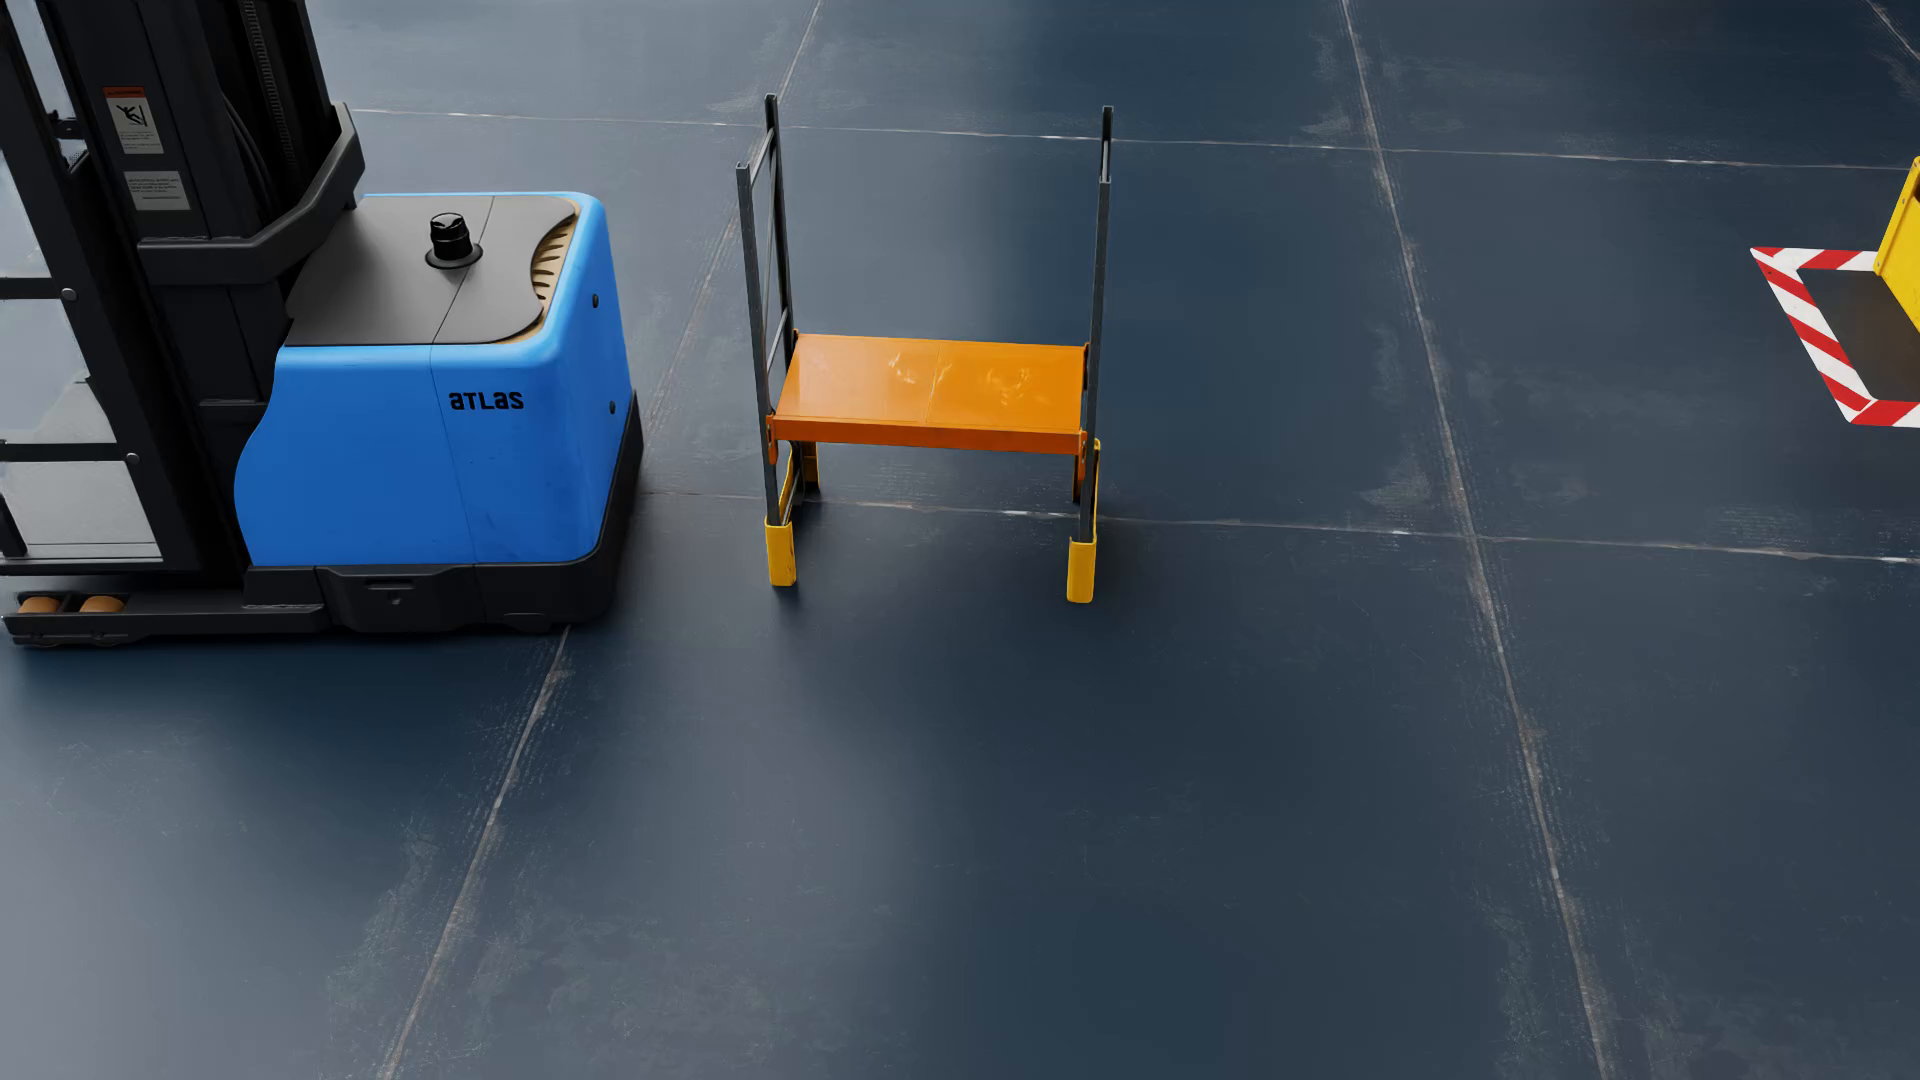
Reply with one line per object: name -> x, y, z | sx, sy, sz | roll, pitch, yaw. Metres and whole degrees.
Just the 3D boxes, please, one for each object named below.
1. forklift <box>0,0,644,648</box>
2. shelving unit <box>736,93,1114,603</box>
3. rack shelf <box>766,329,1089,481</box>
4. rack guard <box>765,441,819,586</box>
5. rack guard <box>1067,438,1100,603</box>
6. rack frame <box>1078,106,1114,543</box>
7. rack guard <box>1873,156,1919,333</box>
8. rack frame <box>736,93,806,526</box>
forklift -> -2.656, -1.131, 4.818 | 3.031, 2.935, 1.130 | -1, 39, -1
shelving unit -> -0.076, -0.586, 5.282 | 1.083, 1.500, 0.587 | 3, 39, 4
rack shelf -> -0.085, -0.447, 5.396 | 1.000, 0.185, 0.538 | 3, 39, 4
rack guard -> -0.572, -0.128, 5.710 | 0.087, 0.250, 0.587 | 3, 39, 4
rack guard -> 0.420, -0.074, 5.643 | 0.087, 0.250, 0.587 | 3, 39, 4
rack frame -> 0.421, -0.559, 5.248 | 0.032, 1.500, 0.500 | 3, 39, 4
rack guard -> 4.076, -1.031, 6.621 | 0.348, 0.500, 1.175 | 3, 39, 4
rack frame -> -0.591, -0.614, 5.316 | 0.032, 1.500, 0.500 | 3, 39, 4
